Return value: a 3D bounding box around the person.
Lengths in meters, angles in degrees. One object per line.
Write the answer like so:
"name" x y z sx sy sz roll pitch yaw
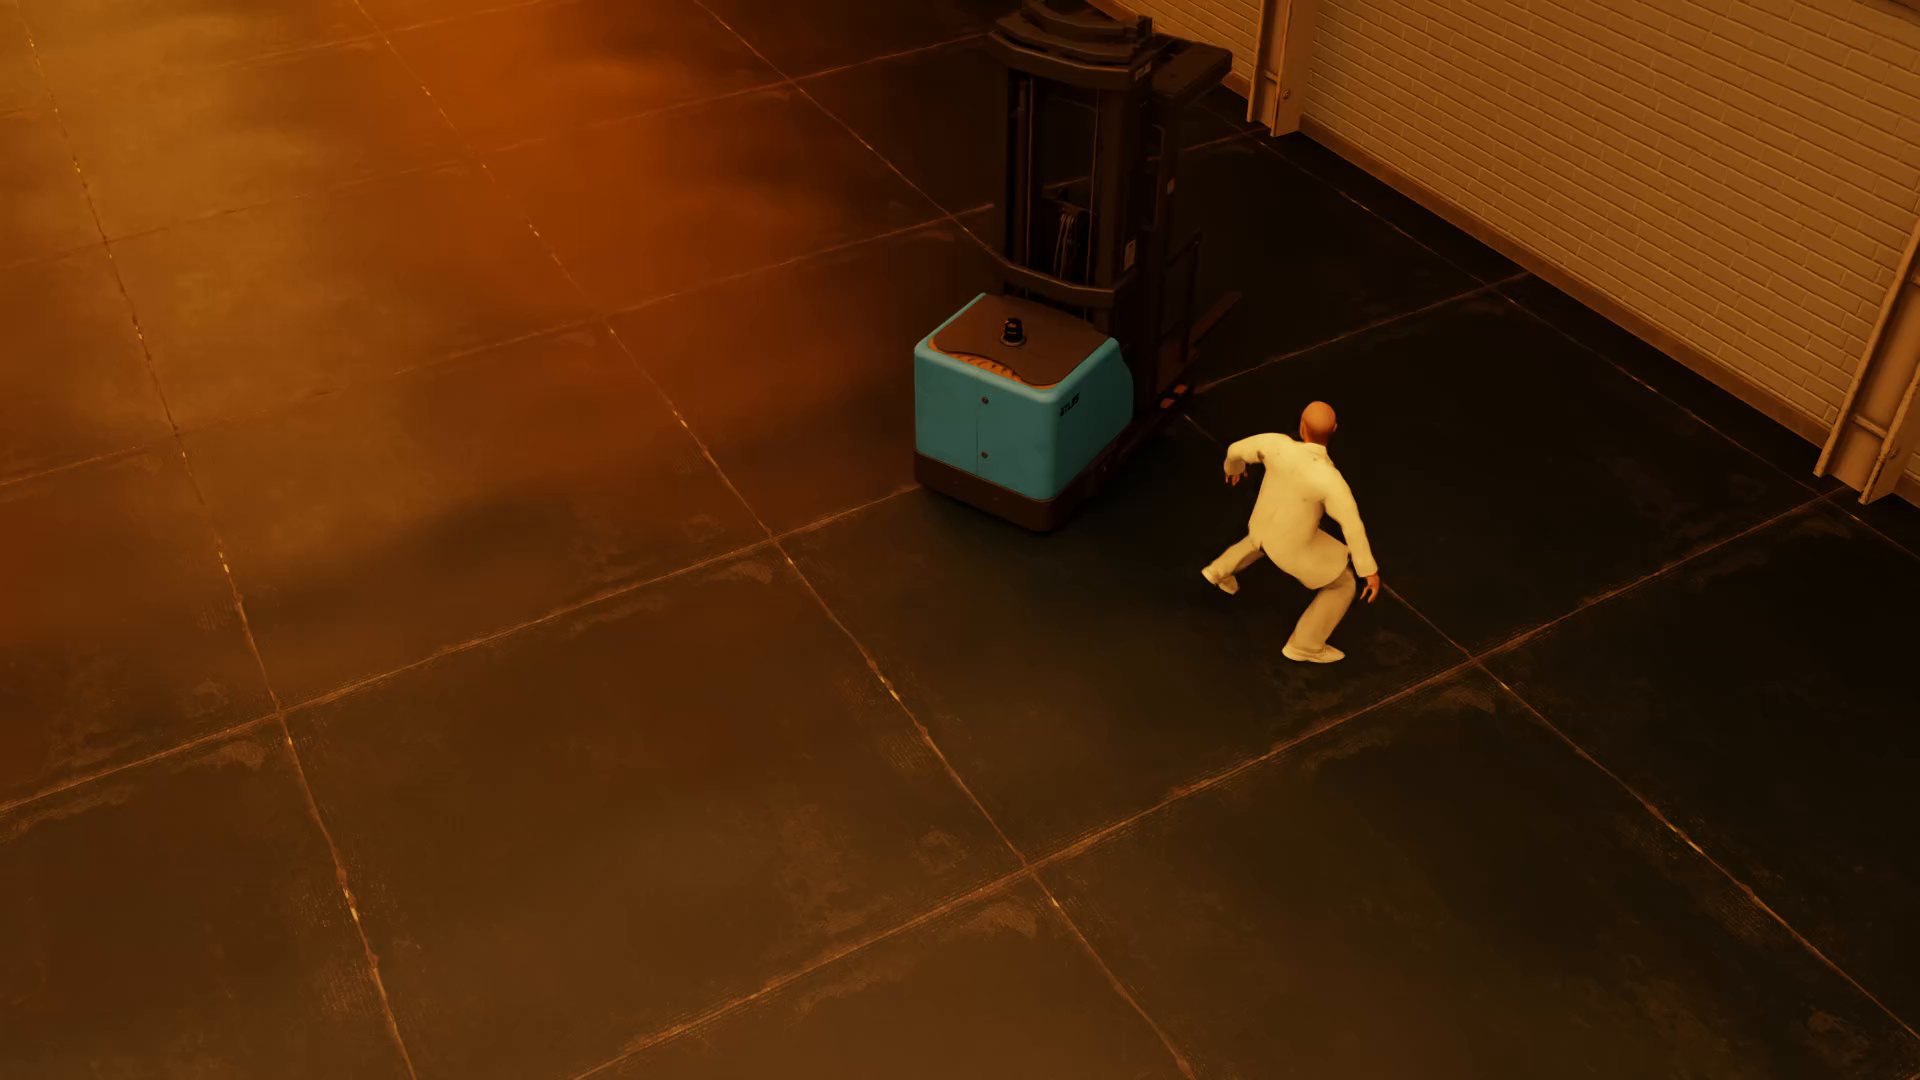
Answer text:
"person" 1.855 -0.047 9.151 0.542 1.658 1.120 -22 44 -24

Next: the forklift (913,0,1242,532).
"forklift" 0.944 -2.083 10.548 1.130 2.935 3.031 23 45 25
